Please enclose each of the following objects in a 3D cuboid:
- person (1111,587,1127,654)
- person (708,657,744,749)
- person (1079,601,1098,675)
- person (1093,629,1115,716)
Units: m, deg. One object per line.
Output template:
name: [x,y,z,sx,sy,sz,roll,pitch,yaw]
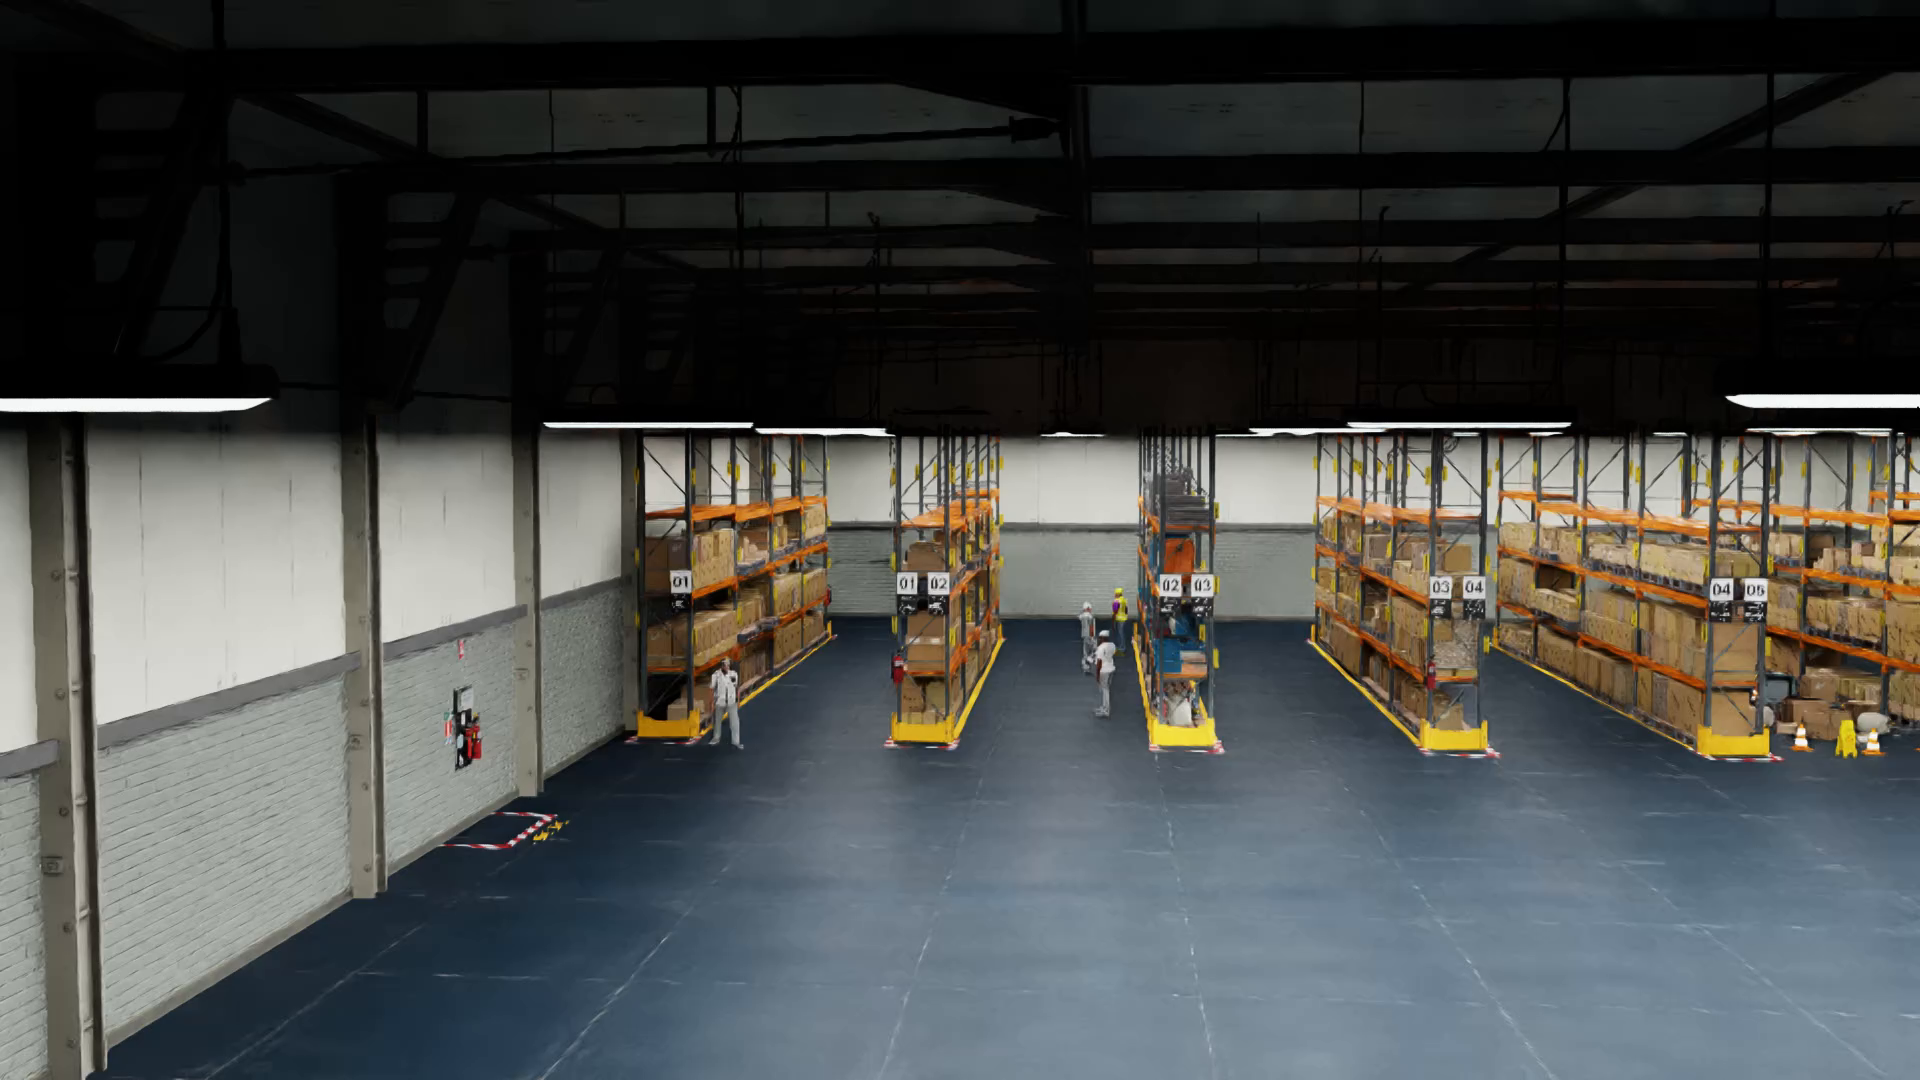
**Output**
person: [4.209,2.135,44.231,0.580,1.763,0.673,2,4,30]
person: [-4.348,2.999,30.780,0.585,1.710,0.976,-1,4,-18]
person: [3.092,2.379,40.240,0.442,1.785,0.591,-2,4,-25]
person: [2.944,2.731,34.440,0.497,1.761,0.625,2,4,35]
